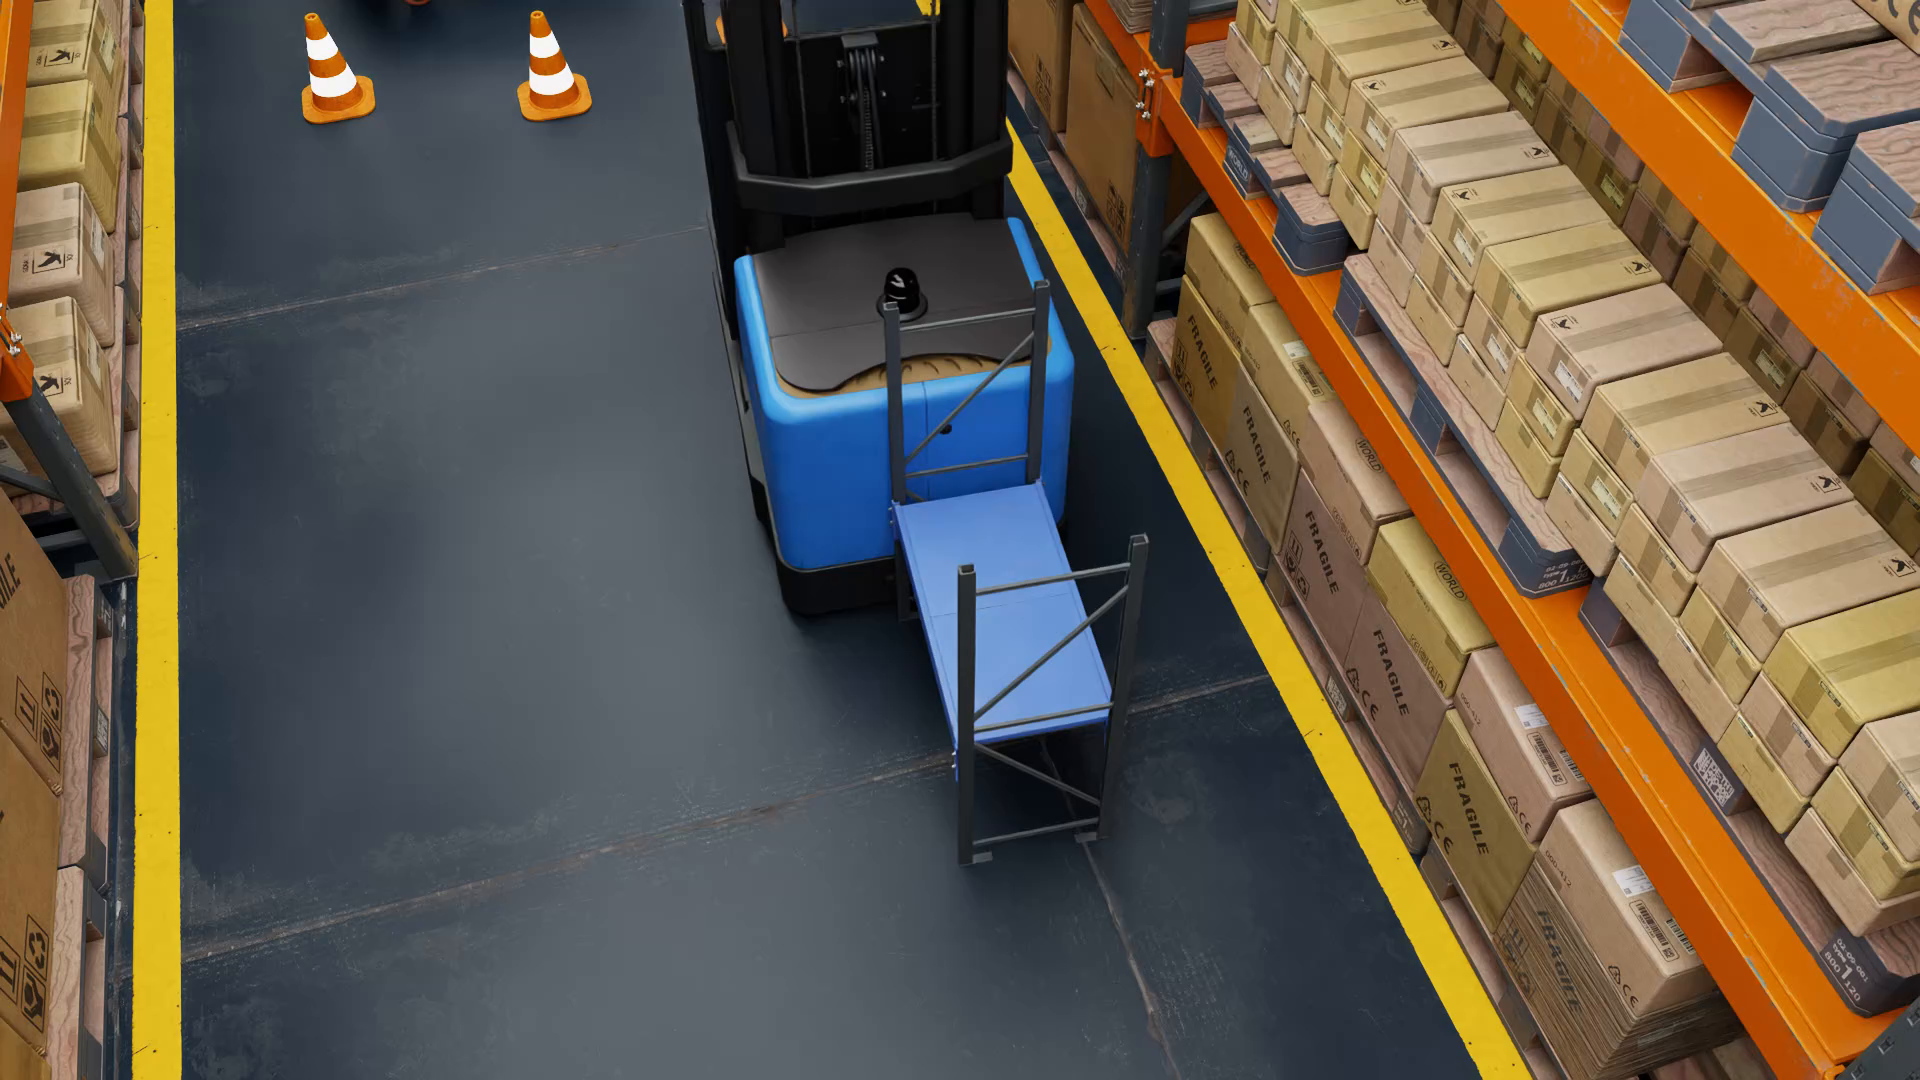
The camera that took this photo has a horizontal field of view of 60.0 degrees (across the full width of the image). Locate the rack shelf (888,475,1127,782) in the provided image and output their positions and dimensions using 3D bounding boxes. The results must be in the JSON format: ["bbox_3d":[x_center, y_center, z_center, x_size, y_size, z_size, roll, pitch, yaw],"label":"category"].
[{"bbox_3d":[0.131,0.256,5.289,0.538,0.185,1.000,-10,51,-8],"label":"rack shelf"}]

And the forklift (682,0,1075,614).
[{"bbox_3d":[-0.430,-1.835,5.880,1.130,2.935,3.031,-10,51,-8],"label":"forklift"}]

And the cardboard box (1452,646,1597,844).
[{"bbox_3d":[1.756,0.533,4.708,0.500,0.250,0.500,-11,51,-9],"label":"cardboard box"}]

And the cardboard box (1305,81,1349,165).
[{"bbox_3d":[1.290,-1.312,5.089,0.380,0.149,0.250,-15,51,-12],"label":"cardboard box"}]

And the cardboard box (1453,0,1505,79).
[{"bbox_3d":[1.836,-1.649,5.374,0.380,0.149,0.250,-12,51,-10],"label":"cardboard box"}]

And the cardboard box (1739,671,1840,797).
[{"bbox_3d":[1.972,0.382,3.662,0.380,0.149,0.250,-13,51,-11],"label":"cardboard box"}]

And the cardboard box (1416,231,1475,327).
[{"bbox_3d":[1.508,-0.763,4.627,0.380,0.149,0.250,-14,51,-11],"label":"cardboard box"}]

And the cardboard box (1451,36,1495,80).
[{"bbox_3d":[1.831,-1.568,5.499,0.380,0.149,0.250,-13,51,-11],"label":"cardboard box"}]

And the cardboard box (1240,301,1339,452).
[{"bbox_3d":[1.297,-0.594,5.659,0.500,0.250,0.500,-14,51,-11],"label":"cardboard box"}]

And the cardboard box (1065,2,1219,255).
[{"bbox_3d":[1.080,-1.827,7.025,1.050,0.750,0.750,-14,51,-11],"label":"cardboard box"}]

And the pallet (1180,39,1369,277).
[{"bbox_3d":[1.487,-1.393,5.588,1.213,0.211,1.003,-13,51,-11],"label":"pallet"}]

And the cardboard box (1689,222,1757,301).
[{"bbox_3d":[2.214,-0.808,4.470,0.380,0.149,0.250,-12,51,-10],"label":"cardboard box"}]

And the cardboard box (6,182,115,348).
[{"bbox_3d":[-3.908,-0.999,6.574,0.950,0.372,0.625,-14,51,-12],"label":"cardboard box"}]

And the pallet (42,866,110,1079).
[{"bbox_3d":[-3.006,1.623,4.744,1.003,0.211,1.213,-13,51,-11],"label":"pallet"}]

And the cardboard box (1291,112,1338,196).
[{"bbox_3d":[1.274,-1.241,5.224,0.380,0.149,0.250,-11,51,-9],"label":"cardboard box"}]

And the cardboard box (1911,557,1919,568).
[{"bbox_3d":[2.523,0.139,4.060,0.380,0.149,0.250,-13,51,-11],"label":"cardboard box"}]

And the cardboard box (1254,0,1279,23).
[{"bbox_3d":[1.127,-1.813,5.317,0.380,0.149,0.250,-13,51,-11],"label":"cardboard box"}]

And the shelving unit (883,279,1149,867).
[{"bbox_3d":[0.131,0.140,5.151,0.538,1.500,1.048,-10,51,-8],"label":"shelving unit"}]

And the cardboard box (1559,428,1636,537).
[{"bbox_3d":[1.741,-0.189,4.143,0.380,0.149,0.250,-16,52,-13],"label":"cardboard box"}]

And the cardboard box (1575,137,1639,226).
[{"bbox_3d":[2.061,-1.093,4.904,0.380,0.149,0.250,-14,51,-11],"label":"cardboard box"}]

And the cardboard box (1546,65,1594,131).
[{"bbox_3d":[1.990,-1.374,4.947,0.380,0.149,0.250,-12,51,-10],"label":"cardboard box"}]

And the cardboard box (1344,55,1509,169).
[{"bbox_3d":[1.354,-1.247,4.840,0.380,0.149,0.250,-15,52,-12],"label":"cardboard box"}]

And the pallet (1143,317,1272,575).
[{"bbox_3d":[1.404,-0.482,6.518,1.003,0.211,1.213,-13,51,-11],"label":"pallet"}]

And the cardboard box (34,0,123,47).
[{"bbox_3d":[-4.550,-2.586,7.912,0.950,0.372,0.625,-13,51,-11],"label":"cardboard box"}]

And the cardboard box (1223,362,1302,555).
[{"bbox_3d":[1.292,-0.340,5.935,0.500,0.500,0.500,-13,51,-11],"label":"cardboard box"}]

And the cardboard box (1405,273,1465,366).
[{"bbox_3d":[1.508,-0.666,4.739,0.380,0.149,0.250,-13,51,-10],"label":"cardboard box"}]

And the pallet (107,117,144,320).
[{"bbox_3d":[-4.111,-1.320,7.225,1.003,0.211,1.213,-13,51,-11],"label":"pallet"}]

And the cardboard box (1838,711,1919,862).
[{"bbox_3d":[2.052,0.475,3.388,0.380,0.149,0.250,-11,51,-9],"label":"cardboard box"}]

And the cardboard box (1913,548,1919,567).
[{"bbox_3d":[2.525,0.051,3.940,0.380,0.149,0.250,-12,51,-10],"label":"cardboard box"}]

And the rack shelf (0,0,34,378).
[{"bbox_3d":[-4.116,-1.987,6.434,1.077,0.370,4.000,-13,51,-11],"label":"rack shelf"}]

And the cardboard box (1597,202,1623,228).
[{"bbox_3d":[2.059,-1.001,5.022,0.380,0.149,0.250,-15,52,-13],"label":"cardboard box"}]

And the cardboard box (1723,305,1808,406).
[{"bbox_3d":[2.288,-0.529,4.429,0.380,0.149,0.250,-14,51,-12],"label":"cardboard box"}]

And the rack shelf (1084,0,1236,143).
[{"bbox_3d":[0.583,-3.180,7.440,1.077,0.370,4.000,-13,51,-11],"label":"rack shelf"}]

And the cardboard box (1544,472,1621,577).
[{"bbox_3d":[1.740,-0.087,4.251,0.380,0.149,0.250,-15,52,-13],"label":"cardboard box"}]

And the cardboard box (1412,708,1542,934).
[{"bbox_3d":[1.747,0.782,4.989,0.500,0.500,0.500,-14,51,-12],"label":"cardboard box"}]

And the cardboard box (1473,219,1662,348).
[{"bbox_3d":[1.587,-0.674,4.357,0.380,0.149,0.250,-14,51,-11],"label":"cardboard box"}]

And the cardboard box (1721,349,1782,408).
[{"bbox_3d":[2.289,-0.429,4.539,0.380,0.149,0.250,-14,51,-12],"label":"cardboard box"}]

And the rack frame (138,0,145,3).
[{"bbox_3d":[-4.707,-3.680,7.390,1.000,3.000,0.127,-13,51,-11],"label":"rack frame"}]

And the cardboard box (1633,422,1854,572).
[{"bbox_3d":[1.820,-0.102,3.875,0.380,0.149,0.250,-13,51,-11],"label":"cardboard box"}]

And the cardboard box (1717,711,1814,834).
[{"bbox_3d":[1.973,0.481,3.773,0.380,0.149,0.250,-13,51,-11],"label":"cardboard box"}]

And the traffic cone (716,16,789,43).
[{"bbox_3d":[-1.054,-2.734,8.253,0.336,0.463,0.334,-13,51,-11],"label":"traffic cone"}]

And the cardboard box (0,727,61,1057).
[{"bbox_3d":[-3.140,0.967,4.588,0.875,0.875,0.875,-13,51,-11],"label":"cardboard box"}]

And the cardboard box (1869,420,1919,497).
[{"bbox_3d":[2.447,-0.241,3.992,0.380,0.149,0.250,-14,51,-11],"label":"cardboard box"}]

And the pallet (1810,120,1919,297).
[{"bbox_3d":[2.277,-0.411,2.796,1.213,0.211,1.003,-13,51,-11],"label":"pallet"}]
